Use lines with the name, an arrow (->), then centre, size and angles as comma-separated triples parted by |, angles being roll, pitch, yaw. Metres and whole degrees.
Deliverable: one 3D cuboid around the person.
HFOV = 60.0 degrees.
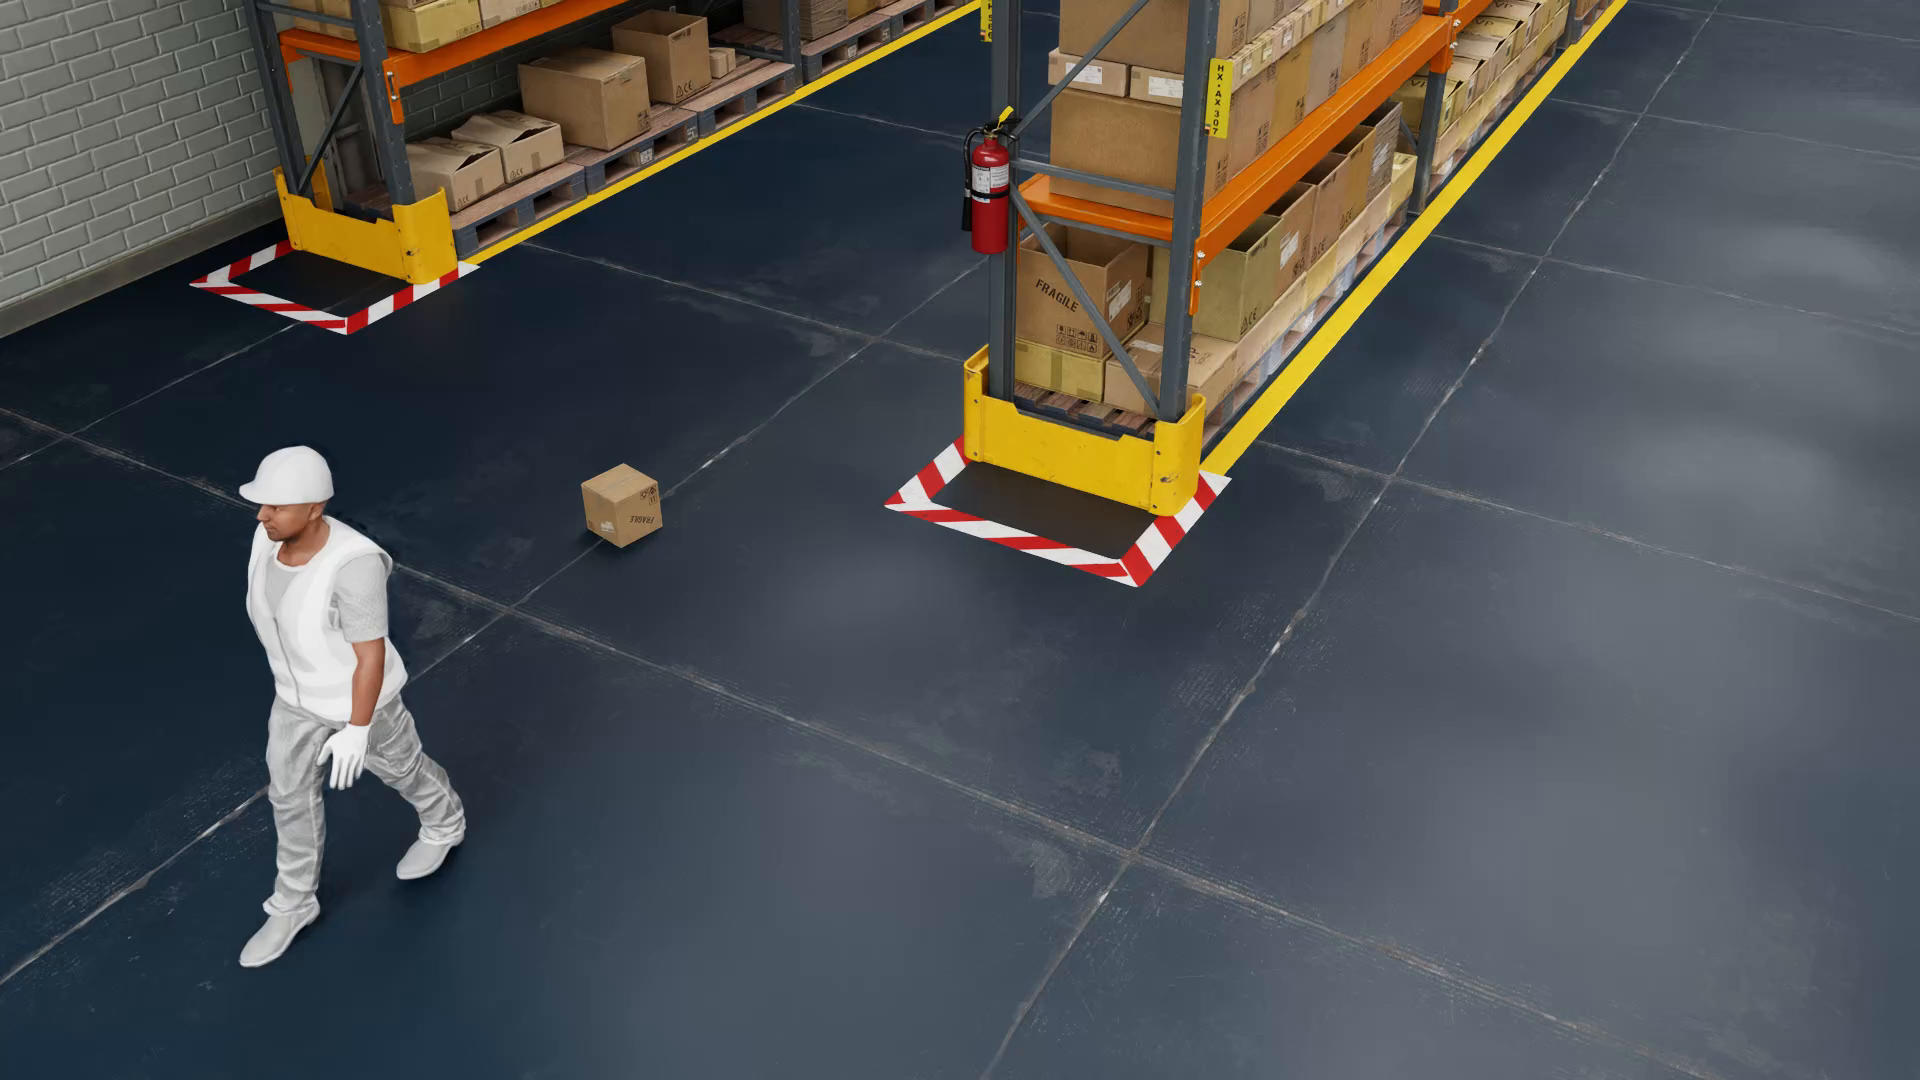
person -> -2.045, 0.541, 5.309 | 0.567, 1.787, 0.824 | 16, 37, 23
